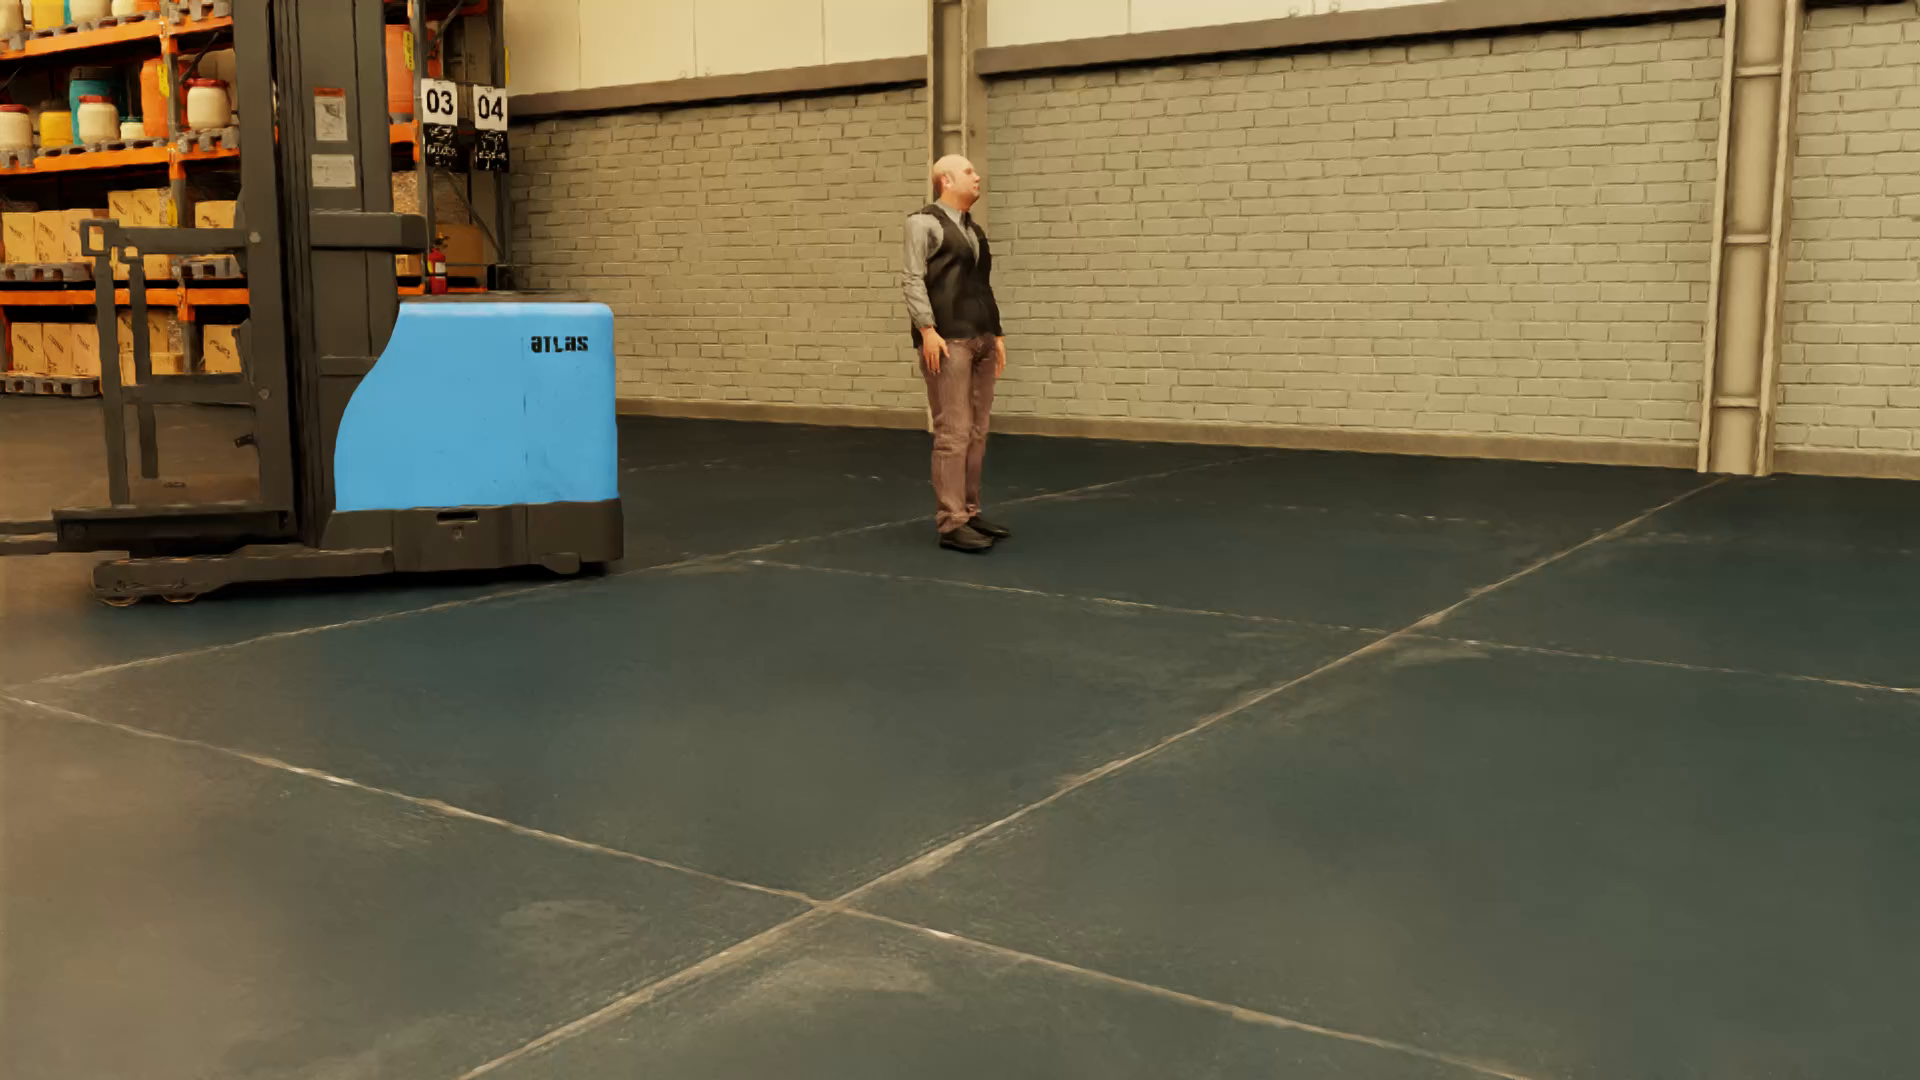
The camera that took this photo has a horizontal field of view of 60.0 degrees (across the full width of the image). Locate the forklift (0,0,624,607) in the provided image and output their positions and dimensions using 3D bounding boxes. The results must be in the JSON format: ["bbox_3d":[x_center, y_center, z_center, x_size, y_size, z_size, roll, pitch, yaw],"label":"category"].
[{"bbox_3d":[-2.910,-1.297,6.313,3.031,2.935,1.130,-3,9,-20],"label":"forklift"}]

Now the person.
[{"bbox_3d":[0.047,-0.853,7.440,0.567,1.720,0.632,5,10,34],"label":"person"}]
